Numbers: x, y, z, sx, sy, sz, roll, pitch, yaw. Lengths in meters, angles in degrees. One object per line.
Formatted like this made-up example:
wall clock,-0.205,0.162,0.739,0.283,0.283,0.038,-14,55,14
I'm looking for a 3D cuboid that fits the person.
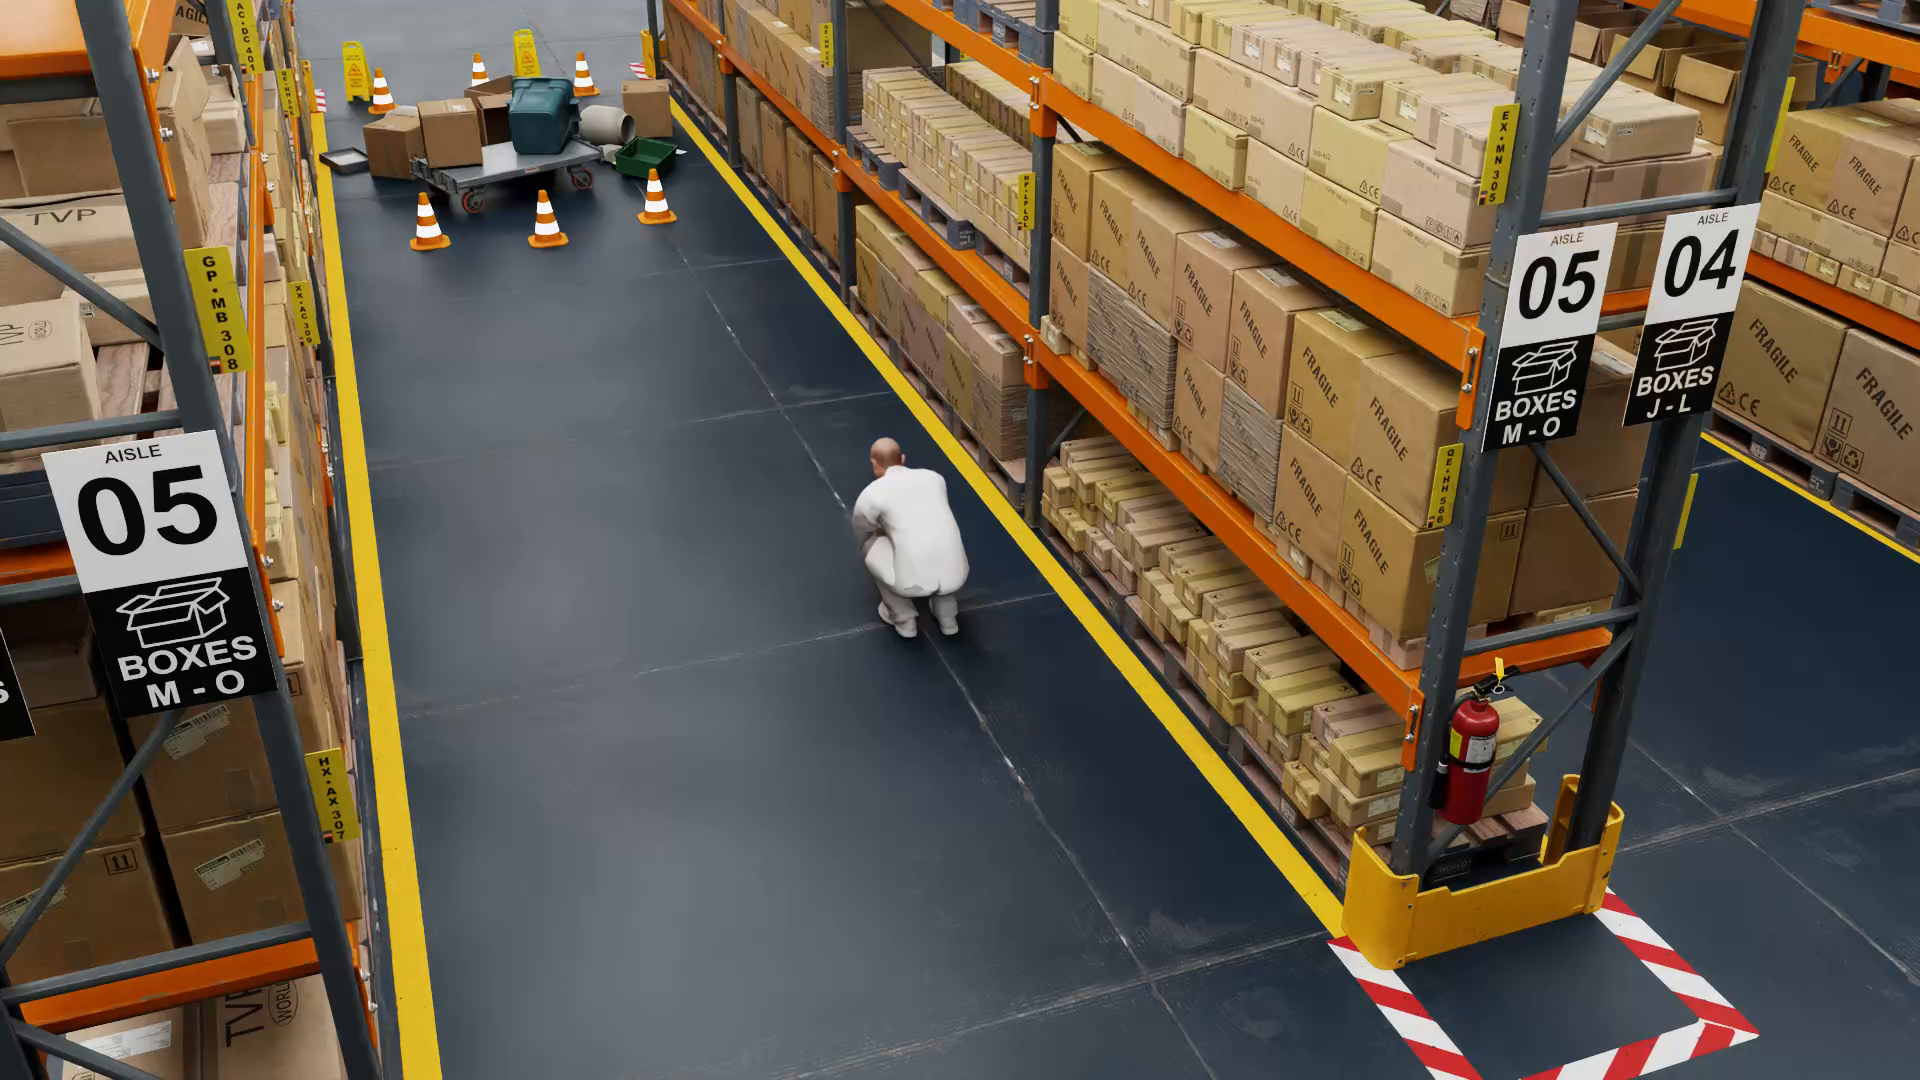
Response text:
person,-0.283,-0.026,9.212,0.601,0.998,0.898,-10,31,-18
